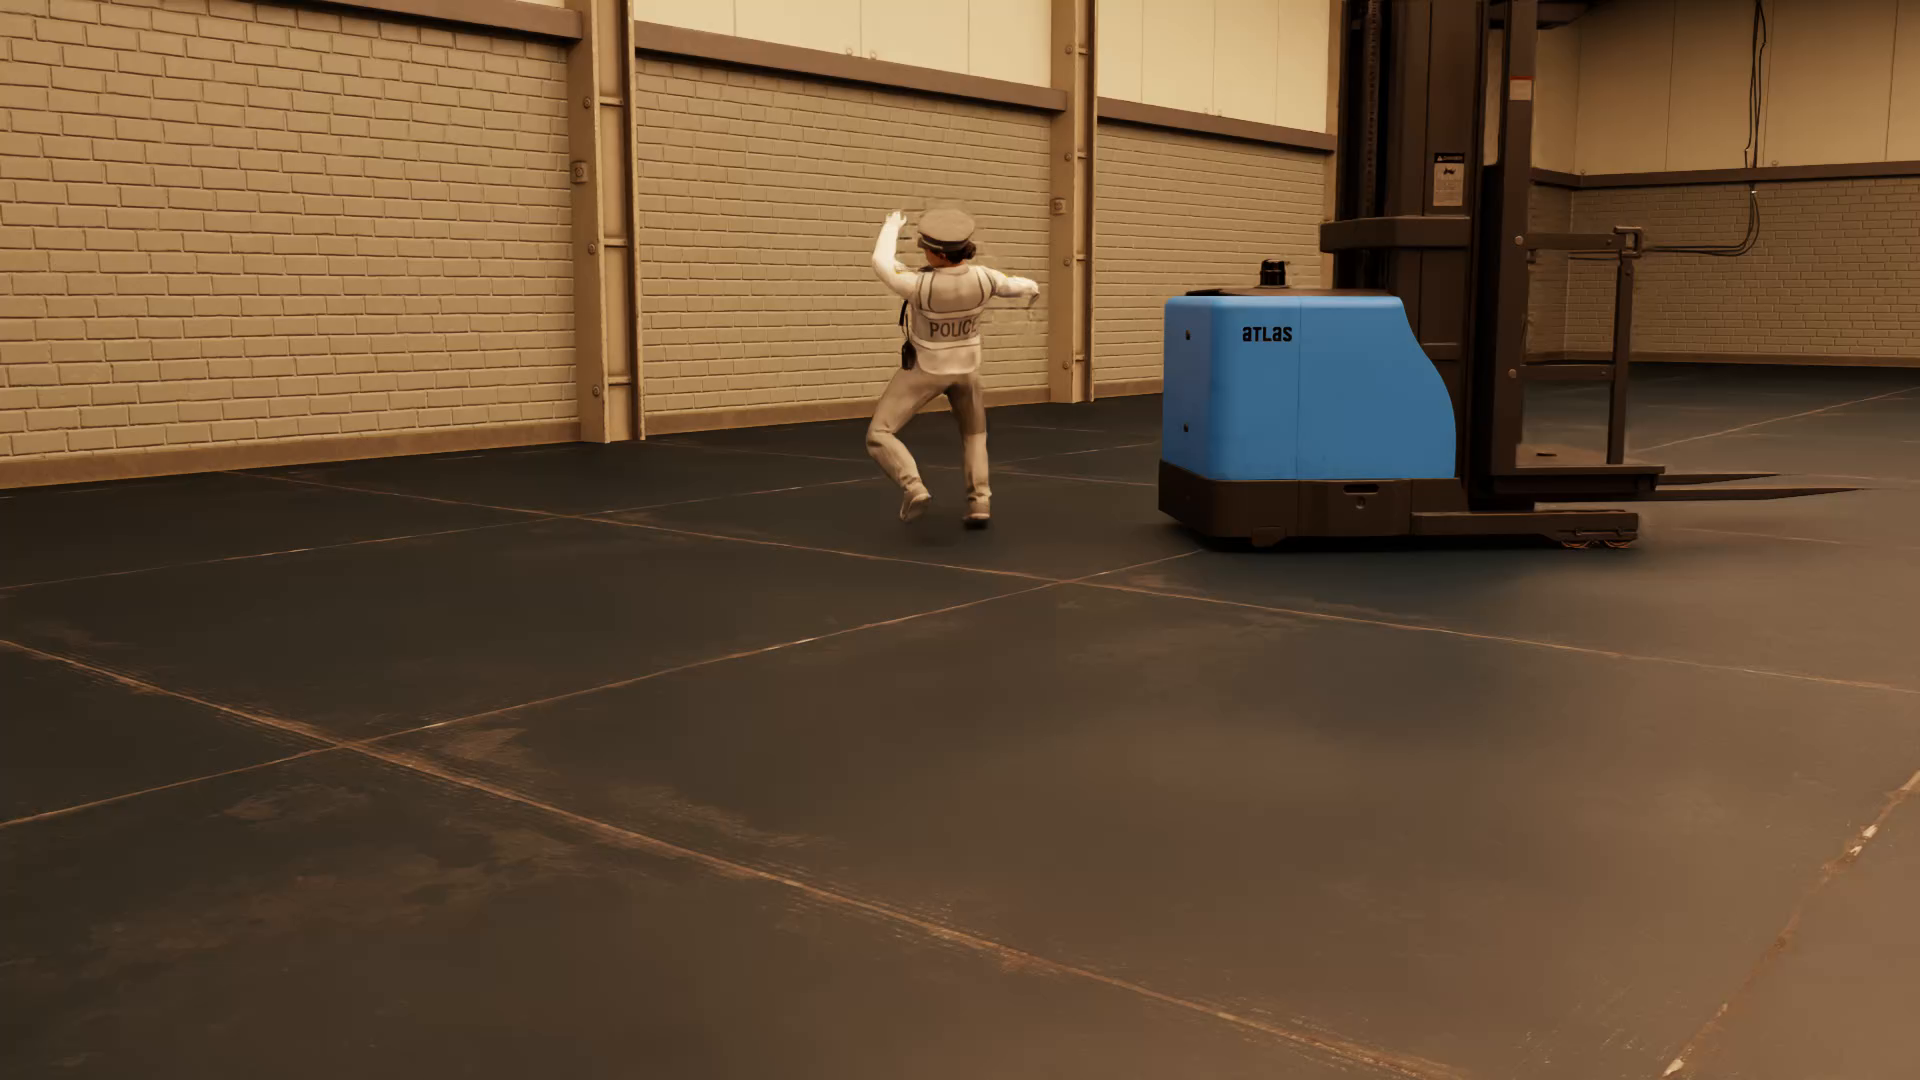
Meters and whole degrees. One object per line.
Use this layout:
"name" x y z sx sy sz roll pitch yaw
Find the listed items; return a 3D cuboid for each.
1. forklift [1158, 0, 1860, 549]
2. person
"forklift" 2.494 -1.486 7.434 3.031 2.935 1.130 -1 8 -6
"person" 0.047 -0.801 7.761 1.001 1.458 0.744 -6 10 -35
